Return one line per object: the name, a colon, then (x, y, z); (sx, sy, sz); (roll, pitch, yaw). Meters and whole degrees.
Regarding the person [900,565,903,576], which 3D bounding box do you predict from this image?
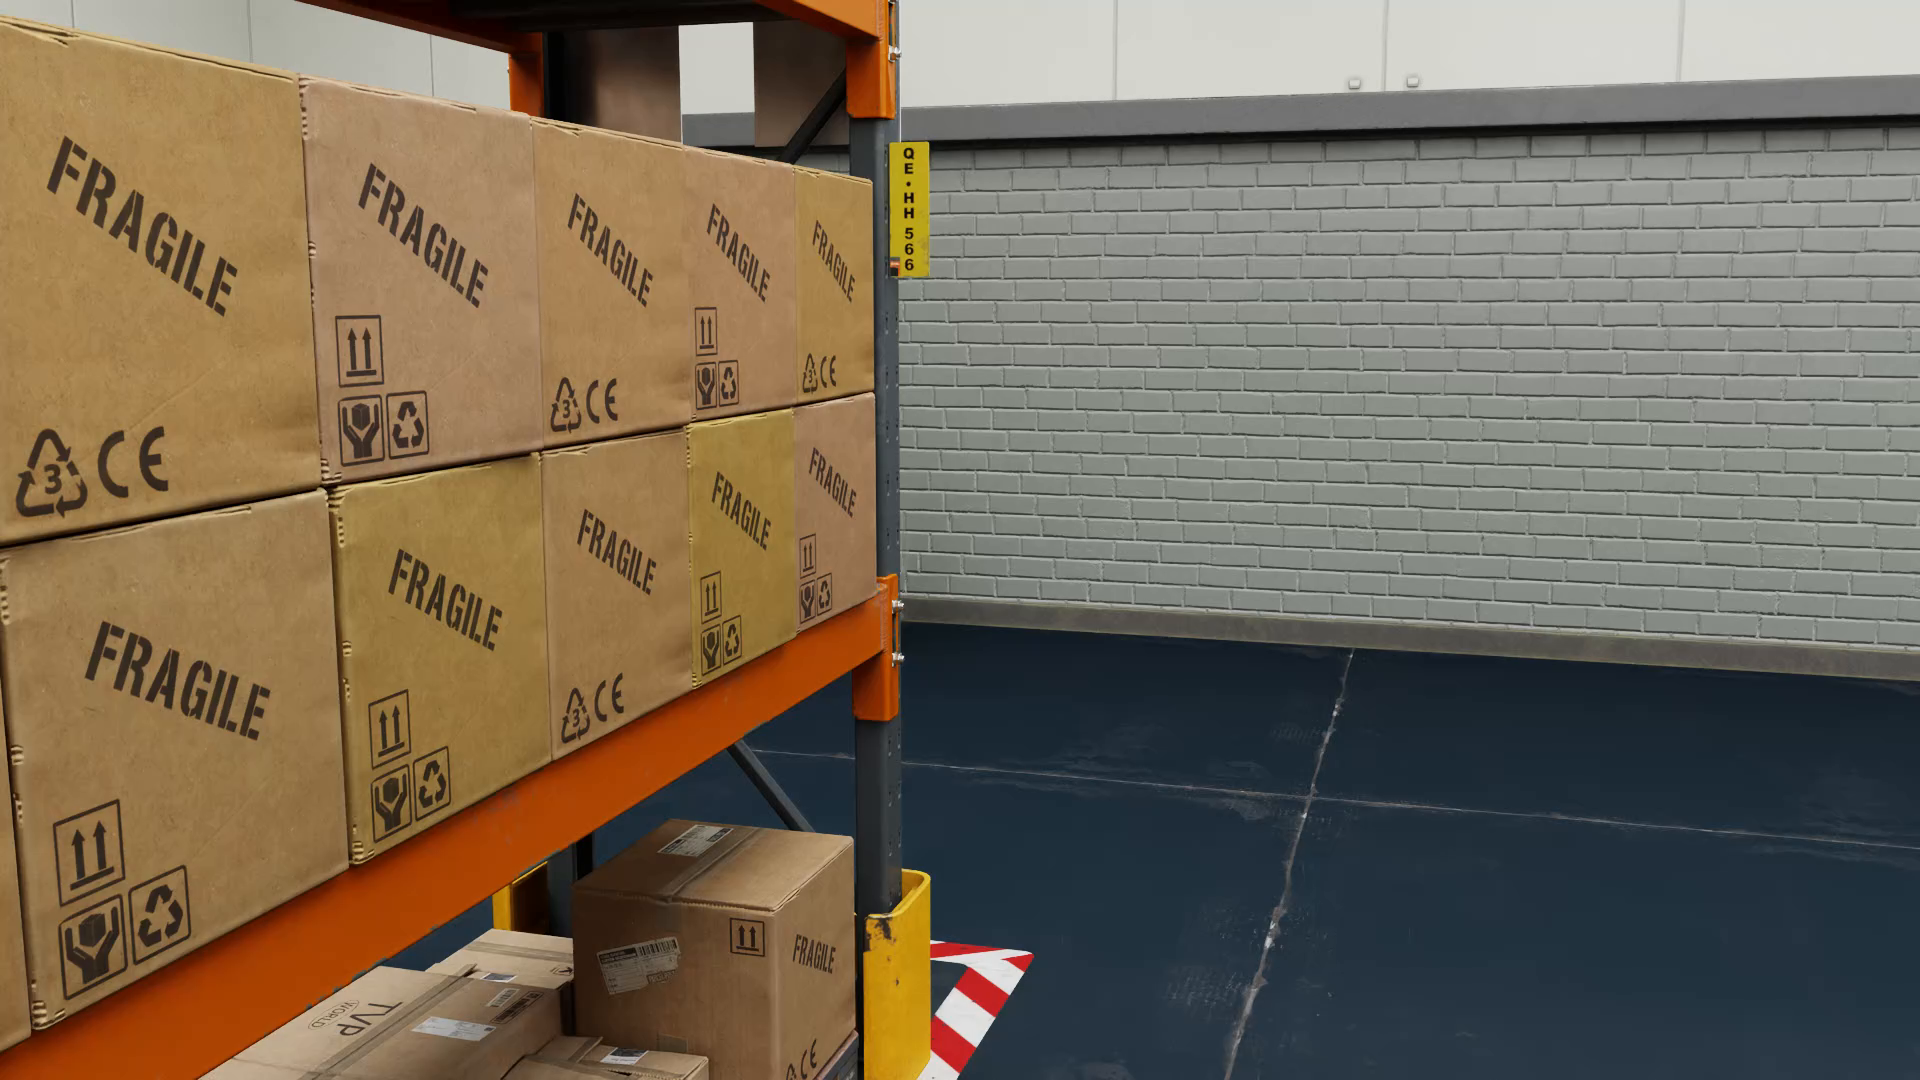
person: (-0.751, 0.311, 9.427); (0.862, 0.702, 0.419); (2, 9, 15)
